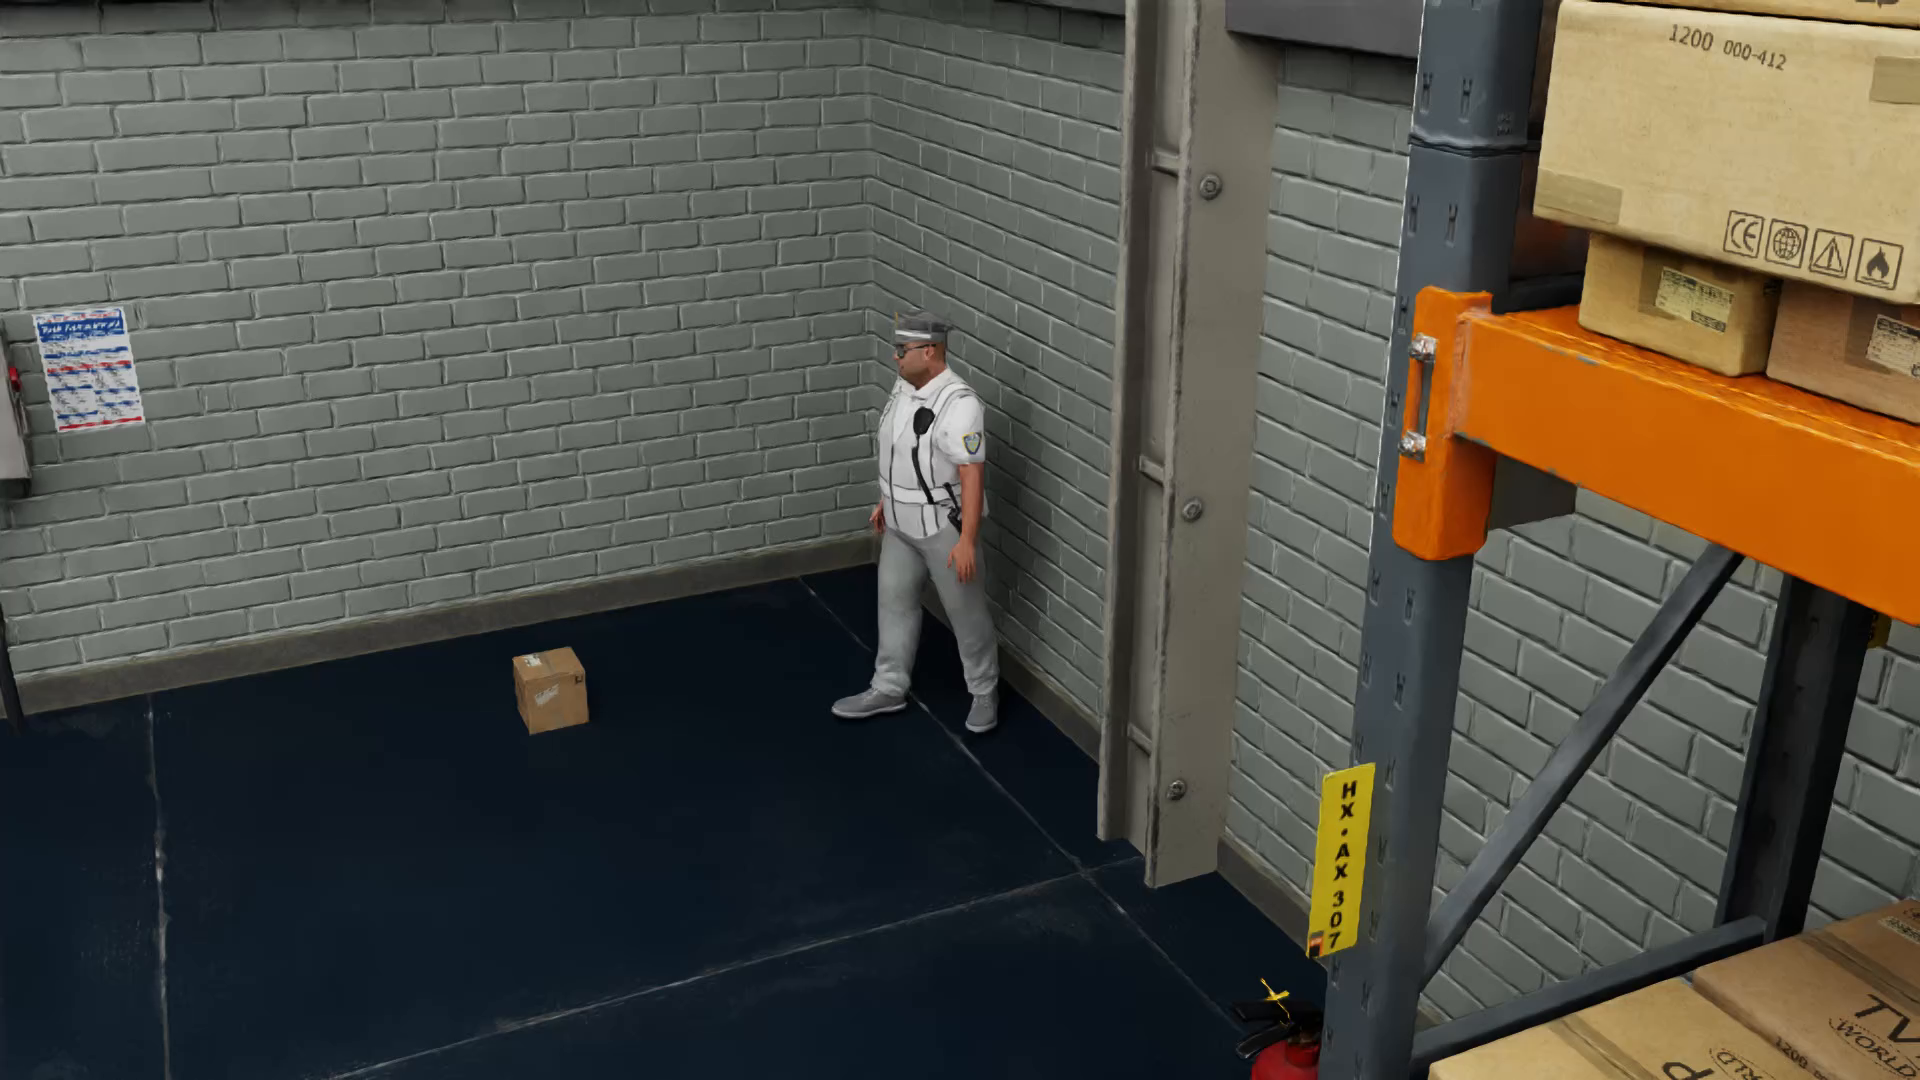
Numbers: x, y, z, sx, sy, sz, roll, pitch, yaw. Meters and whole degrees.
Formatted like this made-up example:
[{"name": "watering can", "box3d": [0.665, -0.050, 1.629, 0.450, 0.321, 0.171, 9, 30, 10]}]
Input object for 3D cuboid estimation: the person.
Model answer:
[{"name": "person", "box3d": [-0.175, -0.077, 6.725, 0.633, 1.744, 0.672, -17, 27, -36]}]
